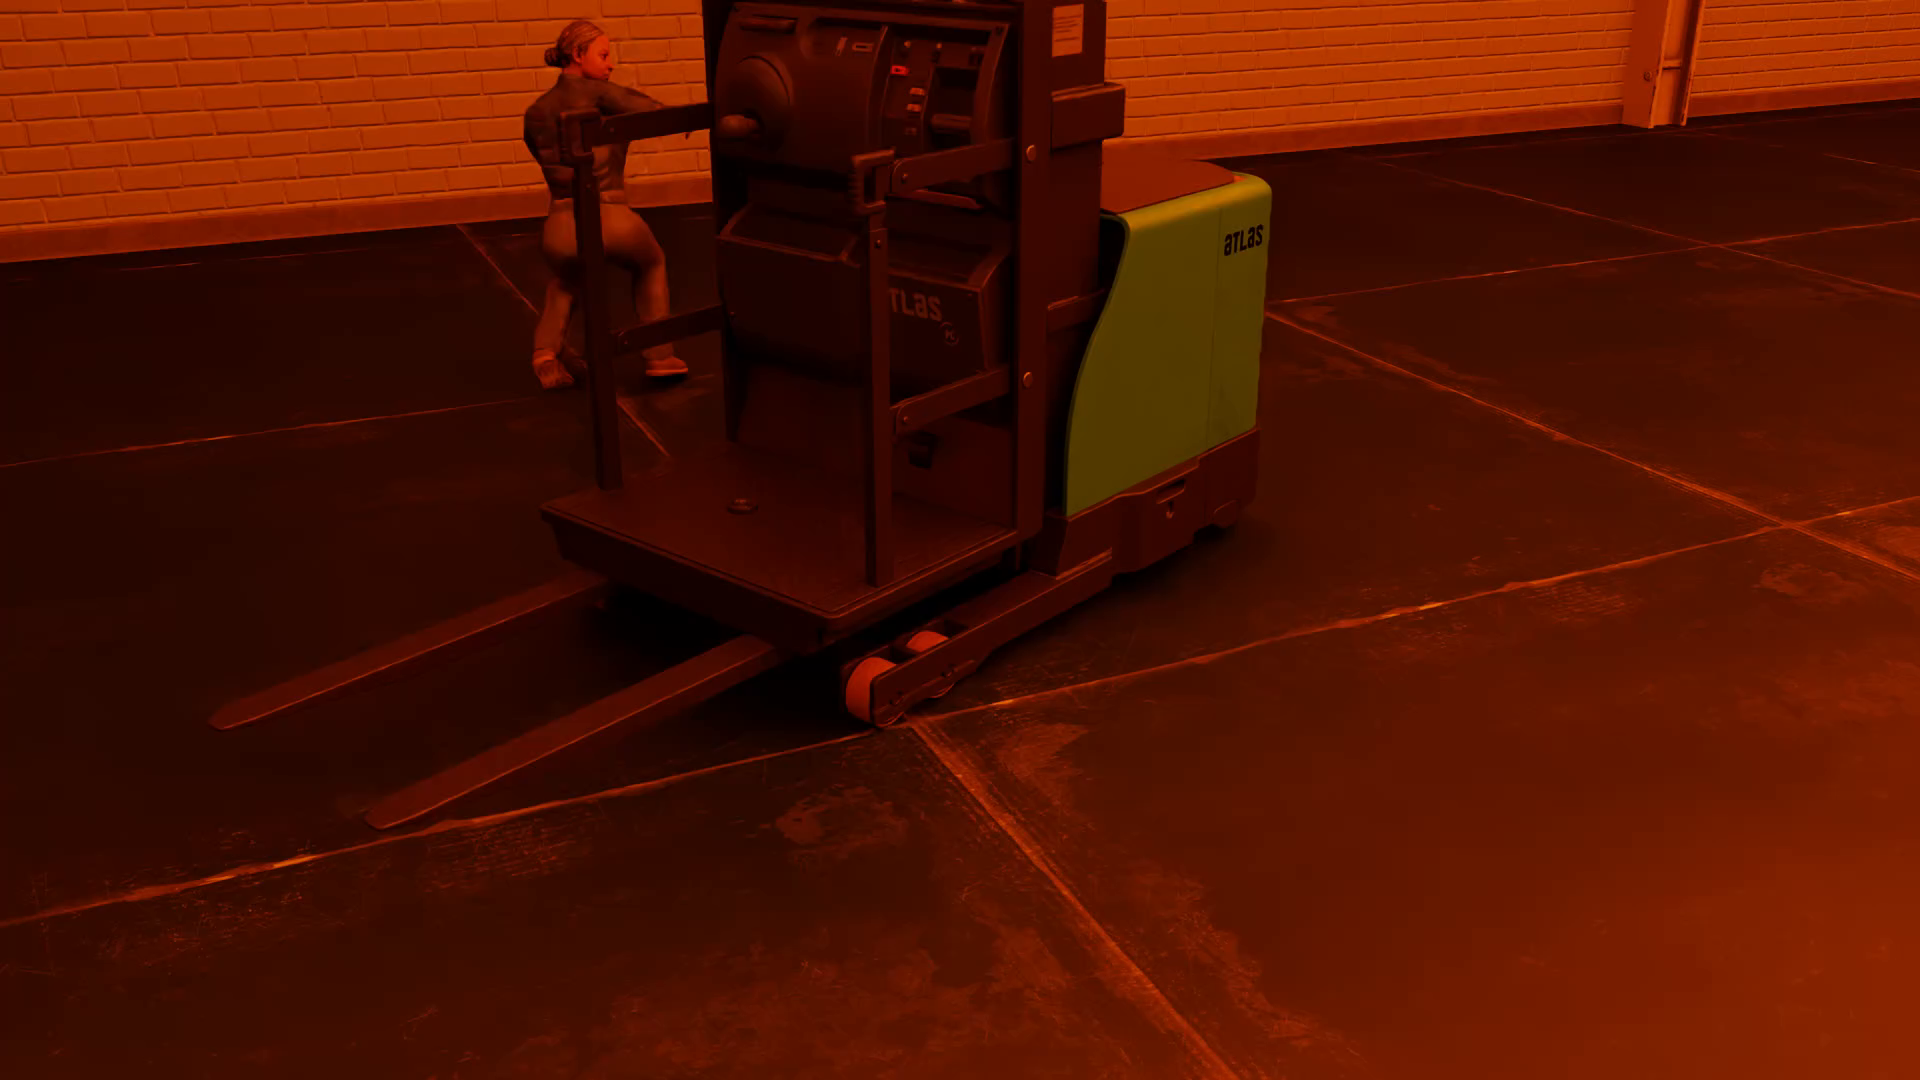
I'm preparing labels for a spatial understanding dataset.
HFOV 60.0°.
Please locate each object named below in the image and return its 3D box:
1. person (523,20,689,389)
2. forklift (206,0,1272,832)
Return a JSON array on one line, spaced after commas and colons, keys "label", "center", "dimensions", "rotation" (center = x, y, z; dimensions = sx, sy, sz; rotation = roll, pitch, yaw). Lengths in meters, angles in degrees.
[{"label": "person", "center": [-1.329, -1.279, 6.415], "dimensions": [0.716, 1.399, 0.870], "rotation": [4, 23, 8]}, {"label": "forklift", "center": [-0.399, -1.119, 3.979], "dimensions": [1.130, 2.935, 3.031], "rotation": [18, 28, 36]}]
